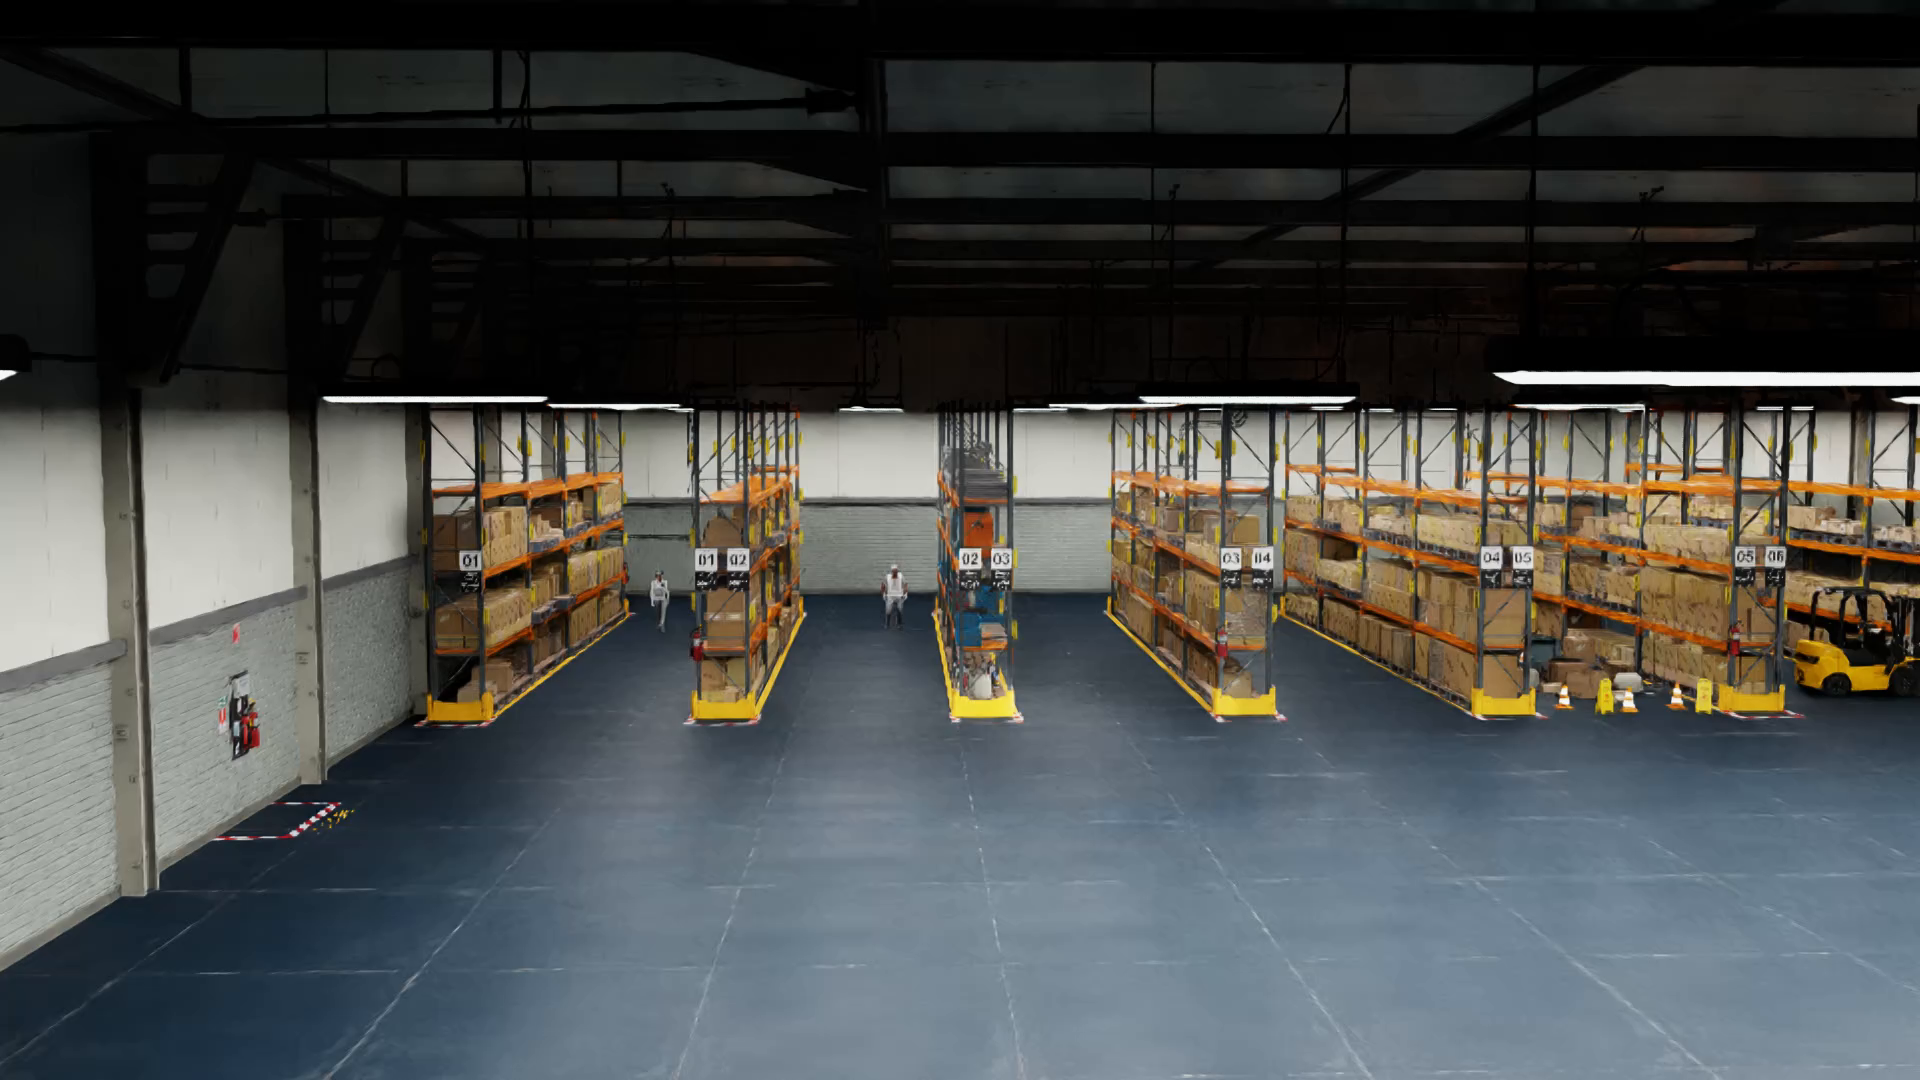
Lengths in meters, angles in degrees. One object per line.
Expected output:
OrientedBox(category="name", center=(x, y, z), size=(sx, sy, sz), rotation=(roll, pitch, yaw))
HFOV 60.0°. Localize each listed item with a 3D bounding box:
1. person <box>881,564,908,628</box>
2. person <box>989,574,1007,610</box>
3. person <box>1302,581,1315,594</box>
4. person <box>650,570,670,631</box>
OrientedBox(category="person", center=(-1.746, 1.501, 44.311), size=(0.702, 1.735, 0.549), rotation=(0, 4, -4))
OrientedBox(category="person", center=(1.030, 1.203, 48.518), size=(0.704, 1.659, 0.849), rotation=(-2, 5, -21))
OrientedBox(category="person", center=(10.755, 1.017, 51.130), size=(0.600, 1.656, 0.504), rotation=(-3, 5, -35))
OrientedBox(category="person", center=(-7.951, 1.571, 43.984), size=(0.495, 1.589, 1.086), rotation=(0, 4, 0))
